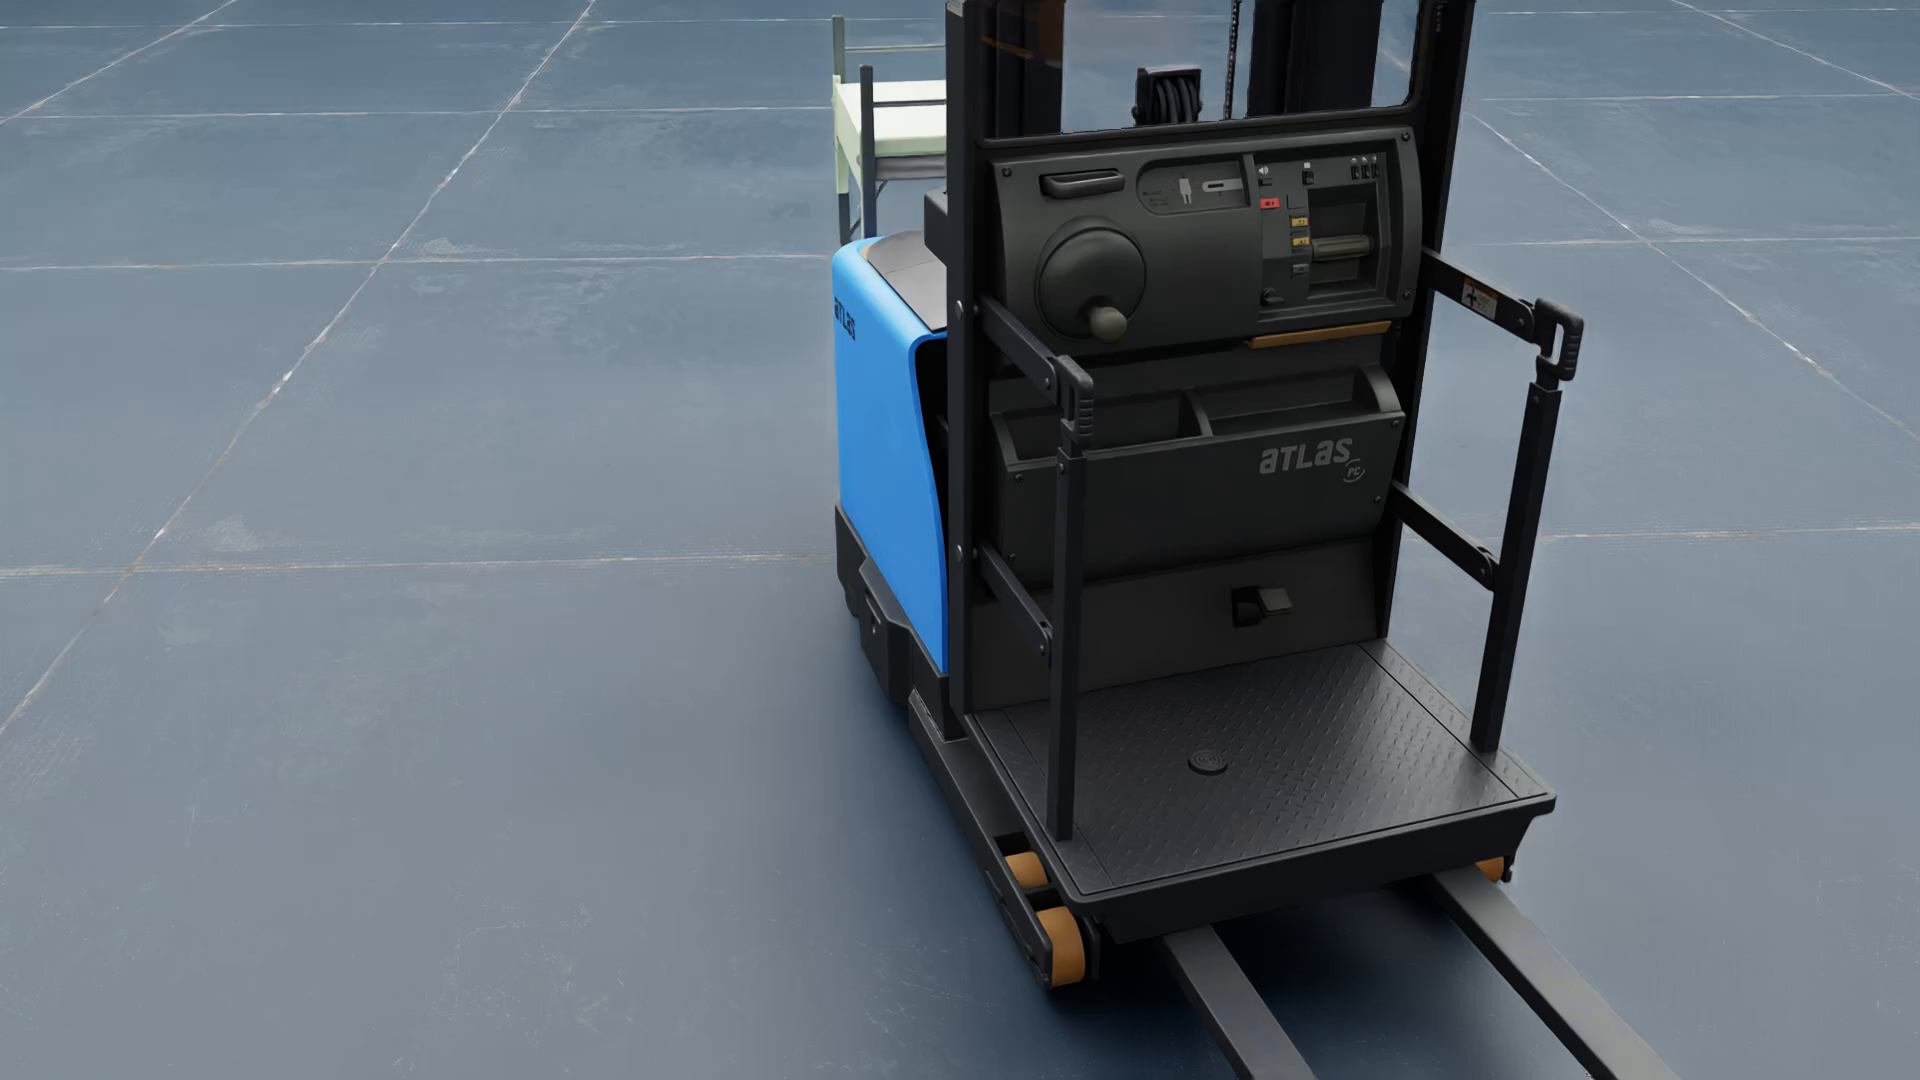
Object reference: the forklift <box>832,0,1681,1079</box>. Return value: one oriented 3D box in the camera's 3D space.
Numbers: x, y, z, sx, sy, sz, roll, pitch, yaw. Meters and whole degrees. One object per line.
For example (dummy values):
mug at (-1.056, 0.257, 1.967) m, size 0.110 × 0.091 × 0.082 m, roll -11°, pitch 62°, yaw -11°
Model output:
forklift at (0.585, -0.579, 3.191) m, size 1.130 × 2.935 × 3.031 m, roll -9°, pitch 29°, yaw -16°

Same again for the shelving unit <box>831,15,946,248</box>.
shelving unit at (-0.131, -0.780, 5.124) m, size 0.431 × 1.500 × 0.755 m, roll -4°, pitch 28°, yaw -9°

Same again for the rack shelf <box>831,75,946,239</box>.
rack shelf at (-0.131, -1.126, 4.944) m, size 0.431 × 0.370 × 0.720 m, roll -4°, pitch 28°, yaw -9°

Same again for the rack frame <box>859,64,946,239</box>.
rack frame at (-0.070, -0.613, 4.804) m, size 0.400 × 1.500 × 0.023 m, roll -4°, pitch 28°, yaw -9°

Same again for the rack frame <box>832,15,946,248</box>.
rack frame at (-0.192, -0.947, 5.444) m, size 0.400 × 1.500 × 0.023 m, roll -4°, pitch 28°, yaw -9°
